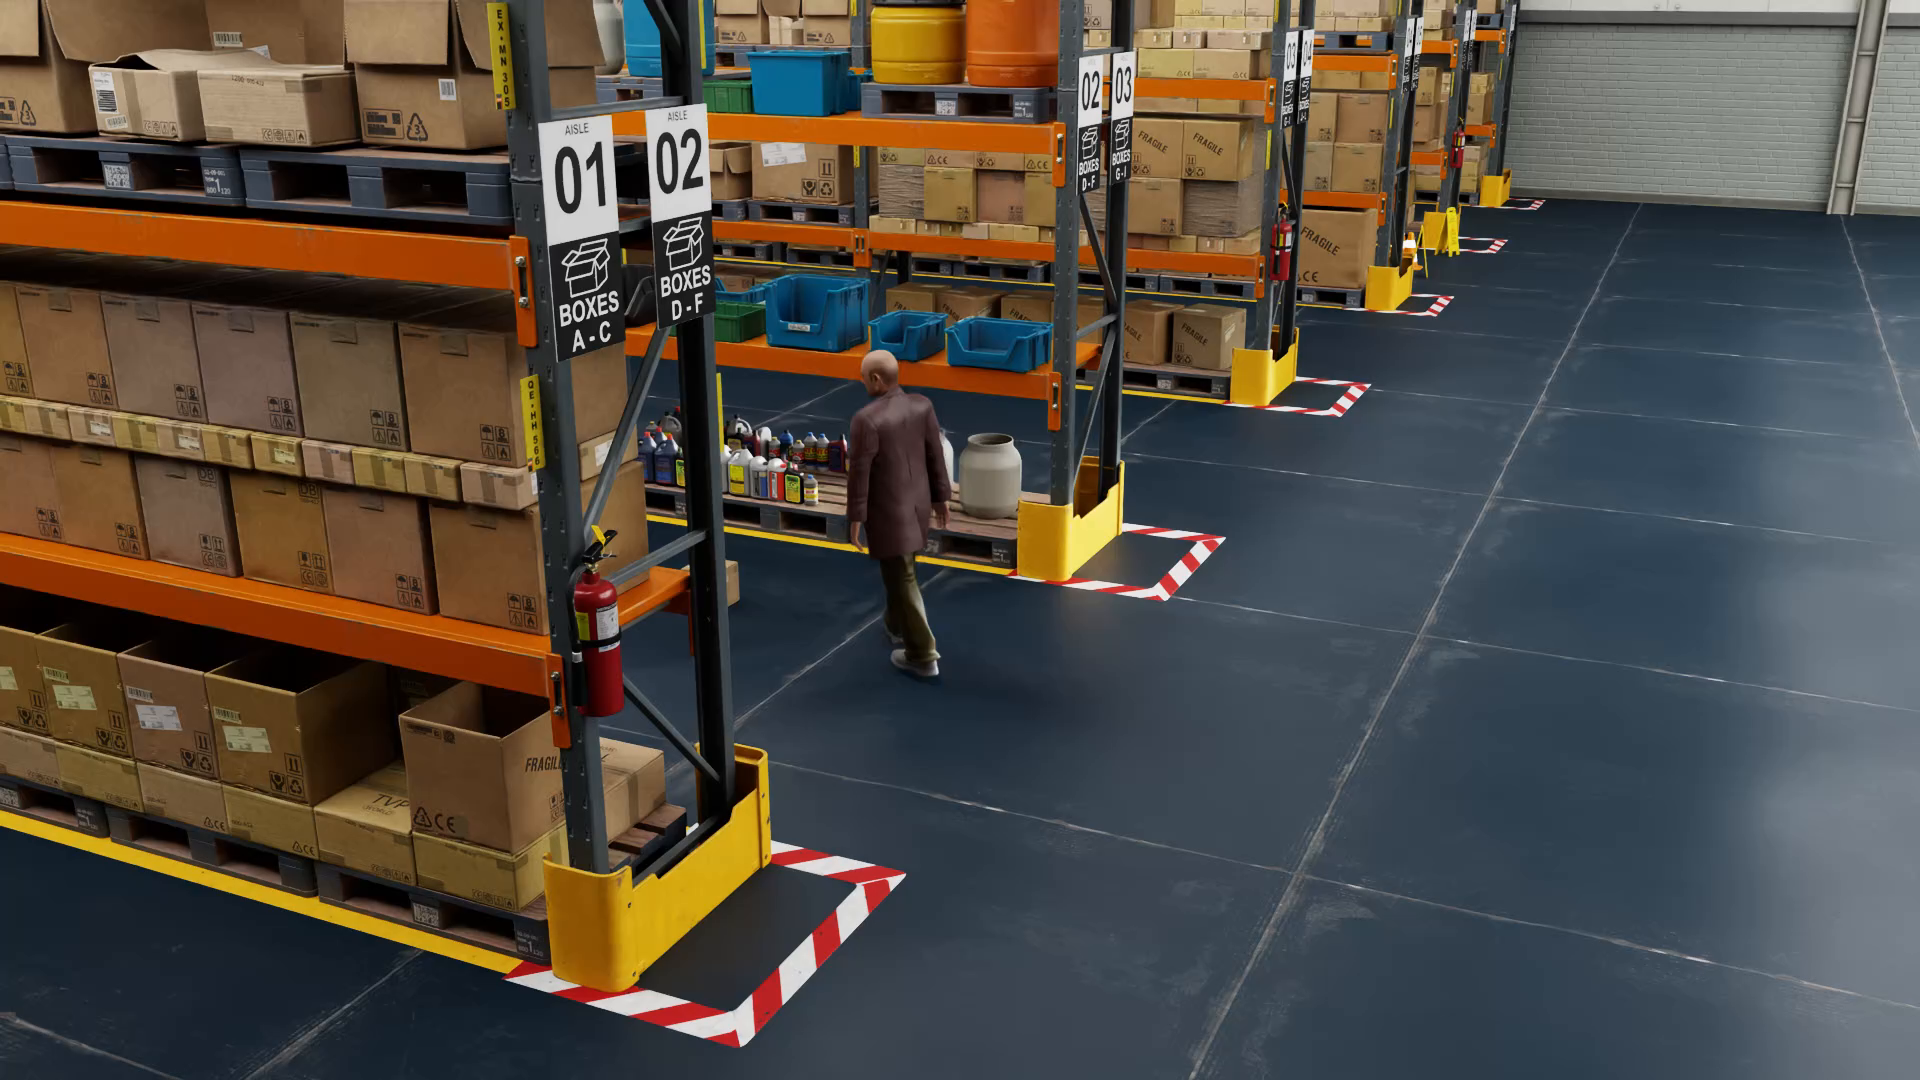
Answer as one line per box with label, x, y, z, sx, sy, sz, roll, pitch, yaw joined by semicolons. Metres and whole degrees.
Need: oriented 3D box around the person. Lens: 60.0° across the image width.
person;-0.358;-0.165;9.070;0.669;1.770;0.819;-17;25;-41
